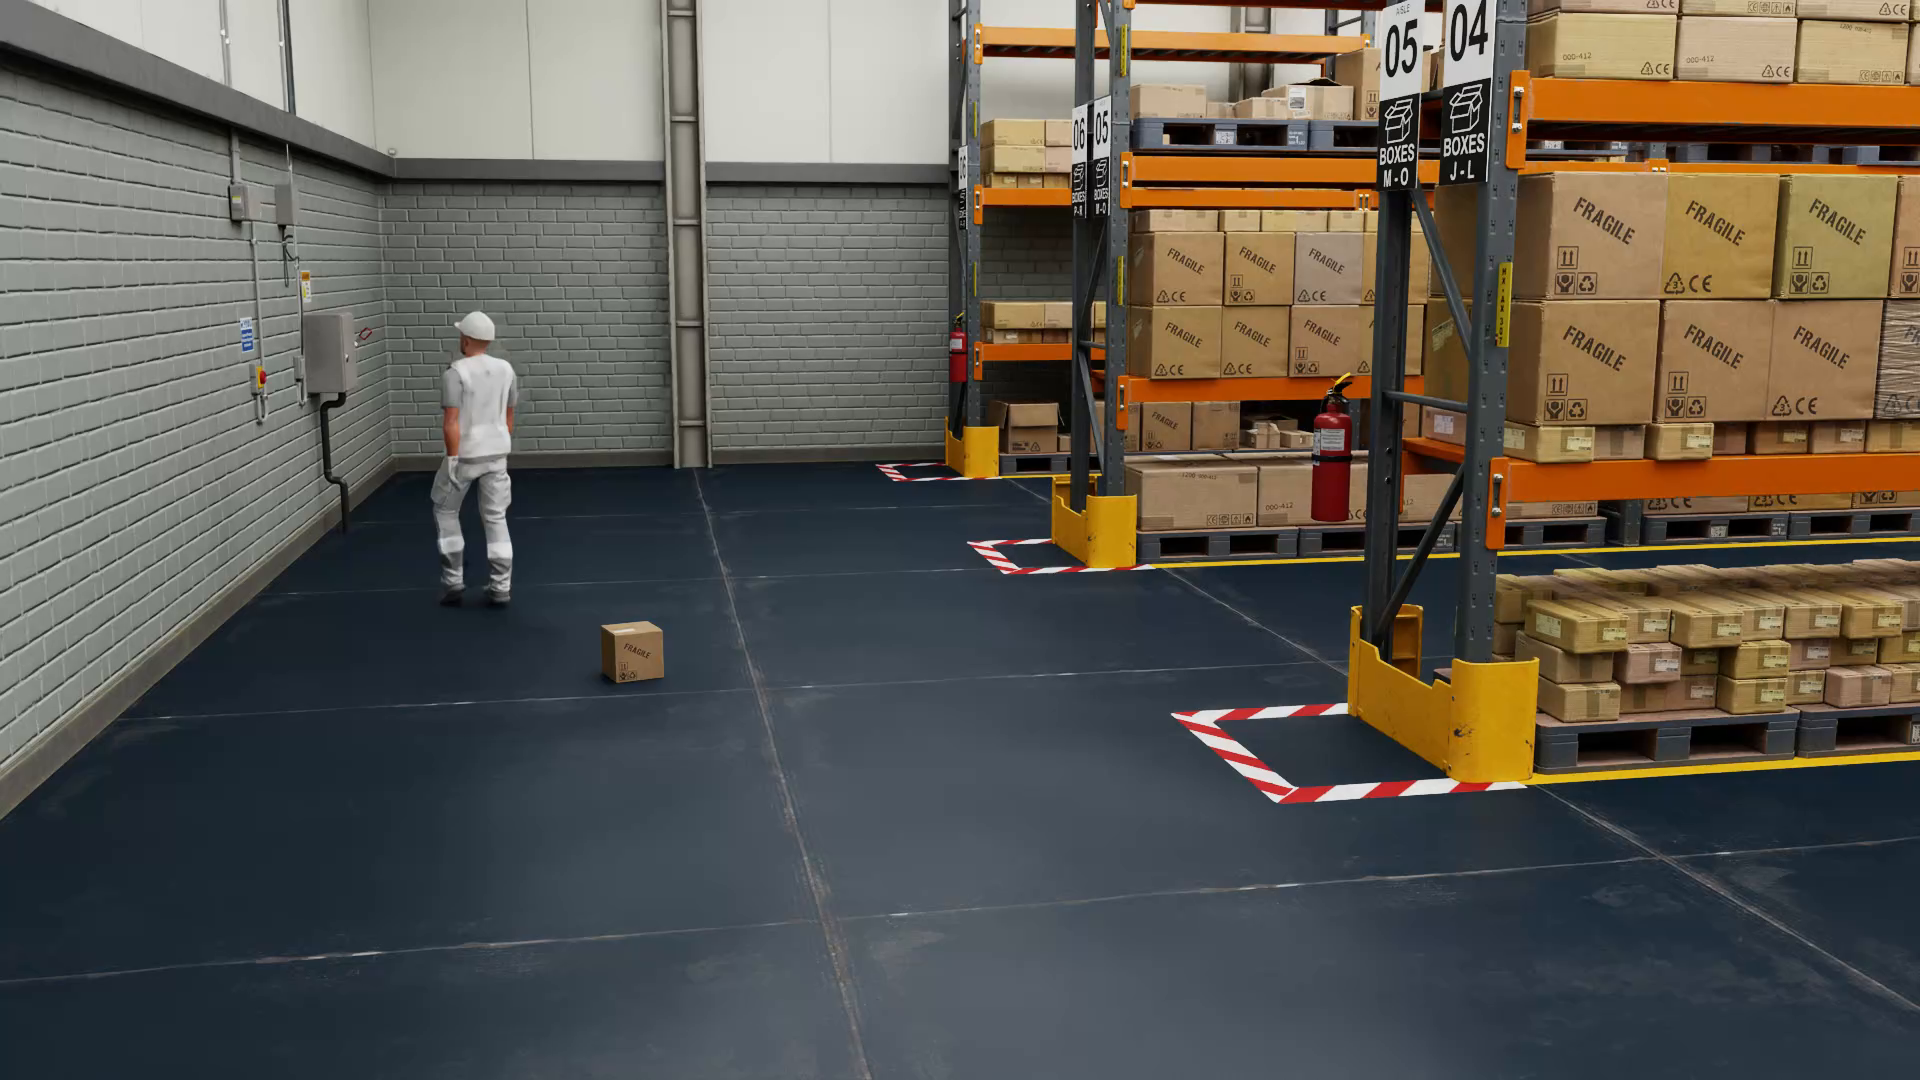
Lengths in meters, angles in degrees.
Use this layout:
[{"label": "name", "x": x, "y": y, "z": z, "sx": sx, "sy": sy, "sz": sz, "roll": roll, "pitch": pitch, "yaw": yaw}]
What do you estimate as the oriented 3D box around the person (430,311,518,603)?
[{"label": "person", "x": -2.993, "y": -0.485, "z": 10.252, "sx": 0.540, "sy": 1.837, "sz": 0.565, "roll": -9, "pitch": 13, "yaw": -41}]
